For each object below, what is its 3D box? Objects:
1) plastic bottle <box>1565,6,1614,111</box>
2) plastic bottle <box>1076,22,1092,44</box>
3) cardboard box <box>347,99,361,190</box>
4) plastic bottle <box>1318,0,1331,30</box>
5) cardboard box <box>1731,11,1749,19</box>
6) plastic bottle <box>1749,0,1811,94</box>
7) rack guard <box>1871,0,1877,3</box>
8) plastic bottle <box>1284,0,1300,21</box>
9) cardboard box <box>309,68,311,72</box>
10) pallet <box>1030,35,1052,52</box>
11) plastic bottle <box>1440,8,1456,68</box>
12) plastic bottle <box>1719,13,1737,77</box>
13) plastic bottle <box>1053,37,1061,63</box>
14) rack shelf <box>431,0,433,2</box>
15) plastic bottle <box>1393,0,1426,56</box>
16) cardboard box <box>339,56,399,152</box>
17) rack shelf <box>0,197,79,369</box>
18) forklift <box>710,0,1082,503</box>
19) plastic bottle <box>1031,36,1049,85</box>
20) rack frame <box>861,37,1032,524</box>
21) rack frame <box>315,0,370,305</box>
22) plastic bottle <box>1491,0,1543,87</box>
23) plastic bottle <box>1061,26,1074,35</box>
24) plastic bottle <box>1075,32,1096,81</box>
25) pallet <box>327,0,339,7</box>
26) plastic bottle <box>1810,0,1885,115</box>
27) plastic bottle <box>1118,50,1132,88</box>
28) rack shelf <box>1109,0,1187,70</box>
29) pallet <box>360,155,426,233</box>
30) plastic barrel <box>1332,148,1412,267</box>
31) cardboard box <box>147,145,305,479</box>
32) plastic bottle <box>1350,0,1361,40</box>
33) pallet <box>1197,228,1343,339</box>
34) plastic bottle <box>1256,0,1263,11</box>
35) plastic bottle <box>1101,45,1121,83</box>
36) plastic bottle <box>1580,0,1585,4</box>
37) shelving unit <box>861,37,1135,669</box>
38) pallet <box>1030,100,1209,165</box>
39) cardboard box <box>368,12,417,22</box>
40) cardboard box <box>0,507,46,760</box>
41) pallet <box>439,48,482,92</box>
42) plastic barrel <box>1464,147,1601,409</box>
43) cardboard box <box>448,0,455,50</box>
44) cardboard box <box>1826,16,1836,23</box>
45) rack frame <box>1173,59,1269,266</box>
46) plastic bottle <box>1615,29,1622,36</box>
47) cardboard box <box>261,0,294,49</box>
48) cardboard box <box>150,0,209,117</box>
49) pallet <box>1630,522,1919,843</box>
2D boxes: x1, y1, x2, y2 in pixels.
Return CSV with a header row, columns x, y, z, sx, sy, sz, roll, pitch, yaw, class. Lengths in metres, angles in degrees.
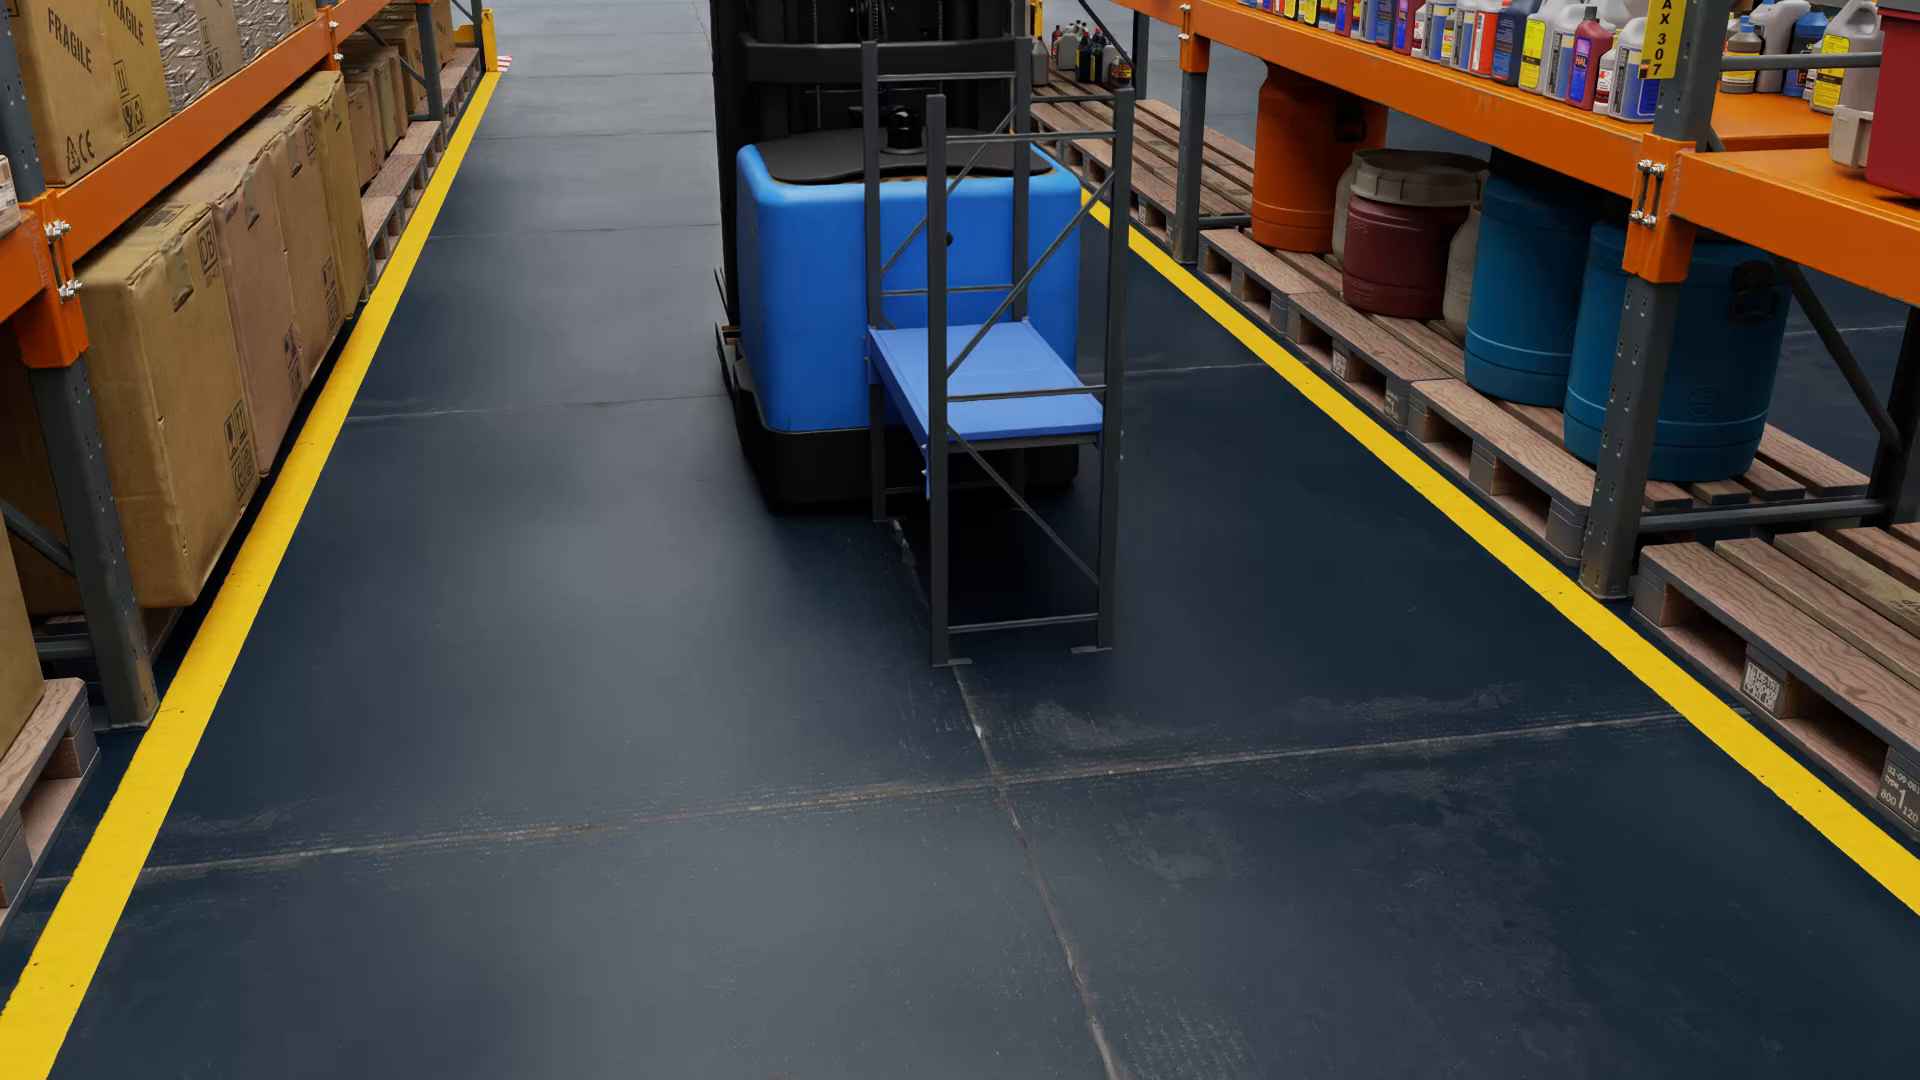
x,y,z,sx,sy,sz,roll,pitch,yaw,class
1.857,-1.418,4.894,0.061,0.283,0.133,-4,24,-10,plastic bottle
1.000,-3.976,13.367,0.144,0.351,0.185,-4,24,-10,plastic bottle
-3.531,-1.995,8.643,0.700,0.500,0.500,-6,24,-14,cardboard box
1.505,-2.200,6.700,0.097,0.271,0.097,0,24,0,plastic bottle
5.556,-3.773,12.350,0.500,0.311,0.500,-4,24,-10,cardboard box
2.556,-1.550,5.206,0.152,0.276,0.135,-4,24,-10,plastic bottle
9.866,-5.530,17.288,1.175,0.500,0.348,-4,24,-10,rack guard
1.423,-2.340,7.006,0.061,0.283,0.133,-4,24,-10,plastic bottle
-3.534,-2.328,8.469,0.500,0.250,0.500,-2,24,-4,cardboard box
0.321,-4.348,14.942,1.003,0.211,1.213,-4,24,-10,pallet
1.710,-1.731,5.714,0.097,0.201,0.097,0,24,0,plastic bottle
2.525,-1.640,5.505,0.097,0.201,0.097,0,24,0,plastic bottle
0.812,-4.029,13.675,0.097,0.201,0.097,0,24,0,plastic bottle
-4.382,-4.490,12.681,1.077,0.370,4.000,-4,24,-10,rack shelf
1.628,-1.904,6.007,0.061,0.283,0.133,-4,24,-10,plastic bottle
-3.850,-2.657,10.158,0.700,0.500,0.500,-4,24,-10,cardboard box
-2.163,0.231,1.873,1.077,0.370,4.000,-4,24,-10,rack shelf
-0.405,-2.023,6.219,1.130,2.935,3.031,-5,24,-11,forklift
0.595,-3.629,12.572,0.144,0.351,0.185,-4,24,-10,plastic bottle
-0.038,-0.766,5.129,0.500,1.500,0.032,-5,24,-11,rack frame
-3.273,-2.459,7.133,1.000,3.000,0.127,-4,24,-10,rack frame
1.809,-1.640,5.319,0.144,0.351,0.185,-4,24,-10,plastic bottle
0.906,-4.135,13.823,0.152,0.276,0.135,-4,24,-9,plastic bottle
0.972,-3.724,12.790,0.144,0.351,0.185,-4,24,-10,plastic bottle
-3.509,-2.644,7.795,1.213,0.211,1.003,-4,24,-10,pallet
2.581,-1.408,4.788,0.144,0.351,0.185,-4,24,-10,plastic bottle
1.227,-3.508,12.394,0.097,0.271,0.097,0,24,0,plastic bottle
1.225,-3.283,9.917,1.077,0.370,4.000,-4,24,-10,rack shelf
-3.638,-1.968,9.492,1.003,0.211,1.213,-4,24,-10,pallet
1.894,-1.471,7.455,0.421,0.512,0.421,0,24,0,plastic barrel
-2.837,-0.706,5.249,1.225,0.875,0.875,-5,24,-12,cardboard box
1.565,-2.071,6.404,0.097,0.271,0.097,0,24,0,plastic bottle
1.782,-1.241,7.827,1.003,0.211,1.213,-4,24,-10,pallet
1.370,-2.455,7.371,0.097,0.201,0.097,0,24,0,plastic bottle
1.141,-3.635,12.680,0.152,0.276,0.135,-3,24,-8,plastic bottle
1.951,-1.651,5.343,0.144,0.351,0.185,-4,24,-10,plastic bottle
0.065,-0.566,4.673,0.538,1.500,1.048,-5,24,-11,shelving unit
1.039,-2.815,11.432,1.003,0.211,1.213,-4,24,-10,pallet
-4.352,-3.703,12.579,0.500,0.500,0.500,-6,24,-14,cardboard box
-2.489,0.161,3.264,0.875,0.875,0.875,-4,24,-10,cardboard box
-4.622,-3.976,14.090,1.003,0.211,1.213,-4,24,-10,pallet
2.120,-0.977,5.836,0.600,0.901,0.708,-4,24,-10,plastic barrel
-4.653,-4.406,14.189,0.500,0.500,0.500,0,24,0,cardboard box
6.183,-3.611,11.981,0.500,0.311,0.500,-4,24,-8,cardboard box
1.595,-2.826,7.972,1.000,3.000,0.127,-4,24,-10,rack frame
1.996,-1.453,5.077,0.097,0.201,0.097,0,24,0,plastic bottle
-2.851,-2.133,6.260,0.500,0.500,0.500,-5,24,-10,cardboard box
-2.558,-1.526,4.871,0.500,0.500,0.500,-5,24,-11,cardboard box
2.509,0.312,4.272,1.003,0.211,1.213,-4,24,-10,pallet
